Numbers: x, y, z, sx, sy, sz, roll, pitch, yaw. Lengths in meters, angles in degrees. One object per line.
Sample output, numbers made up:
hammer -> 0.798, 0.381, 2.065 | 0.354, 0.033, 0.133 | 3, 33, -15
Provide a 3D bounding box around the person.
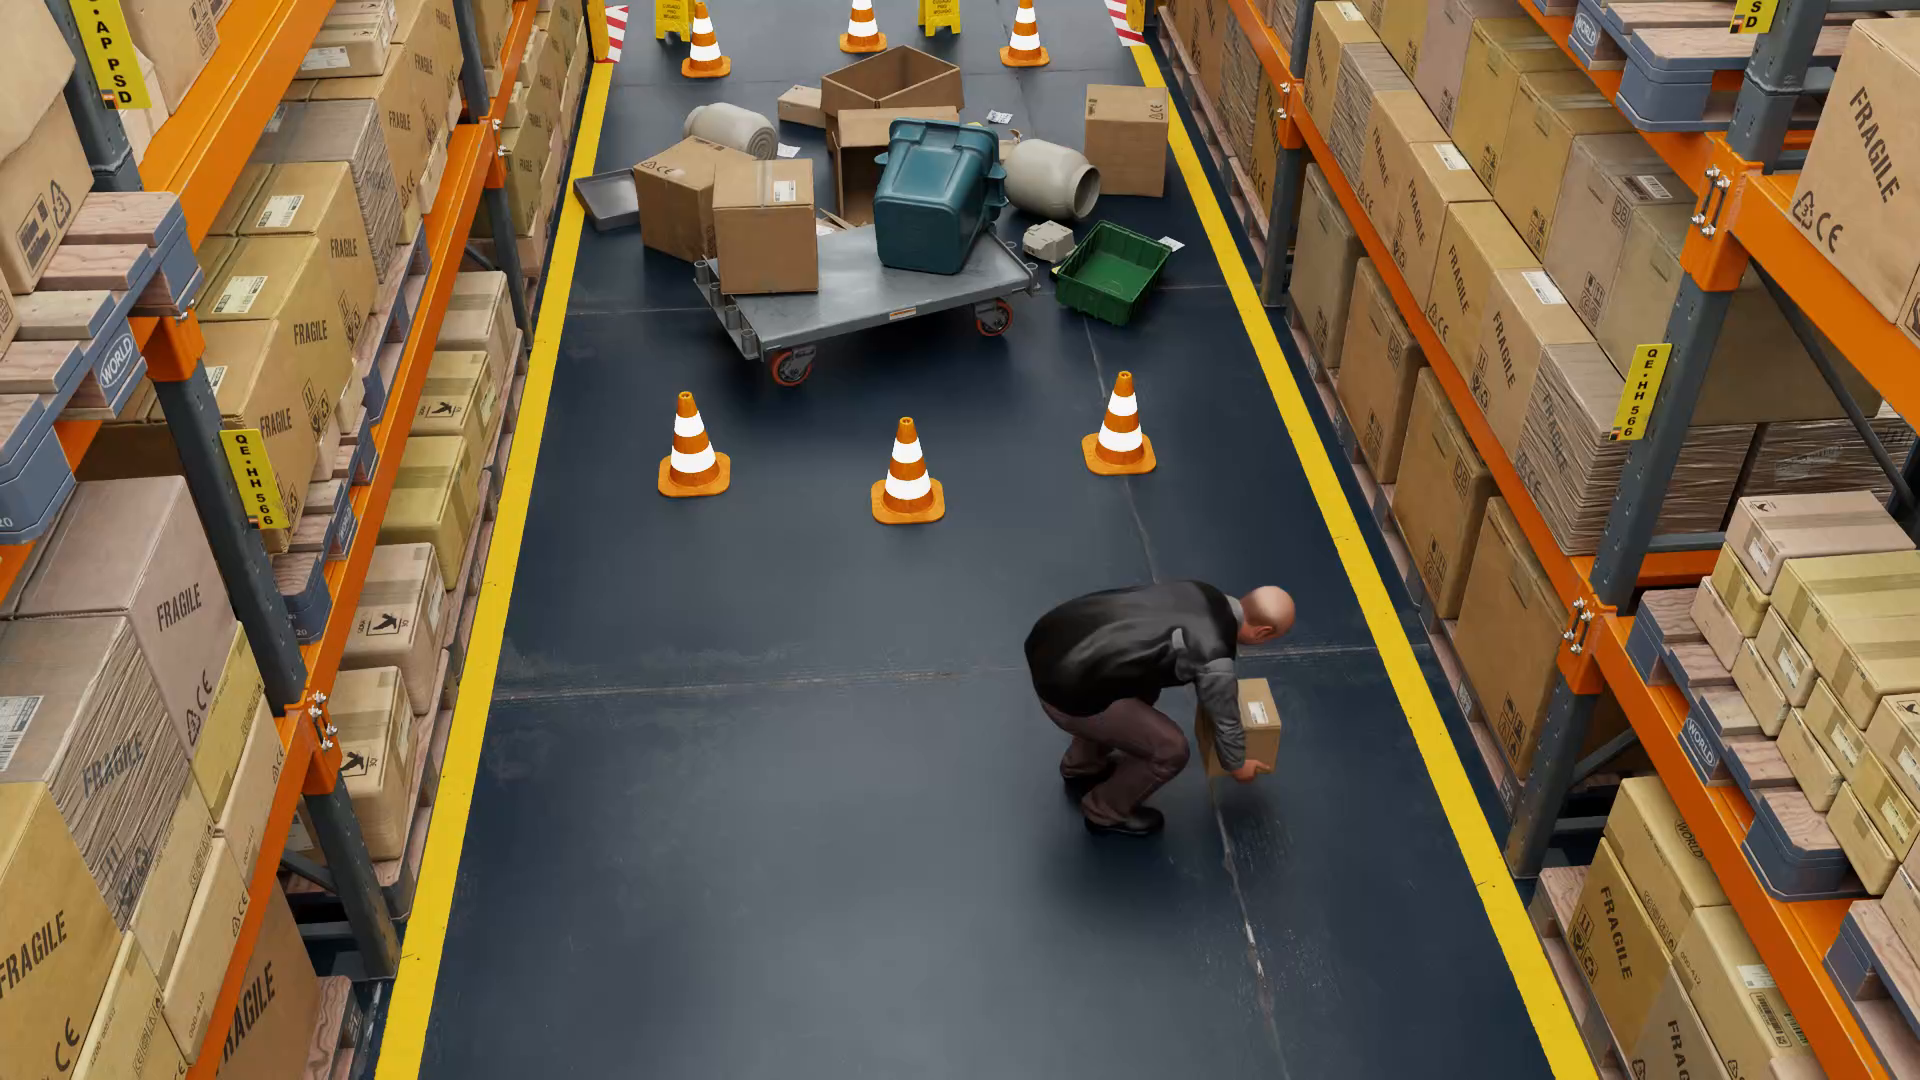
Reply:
person -> 0.707, 0.586, 6.016 | 0.949, 1.008, 0.507 | -5, 39, -6
